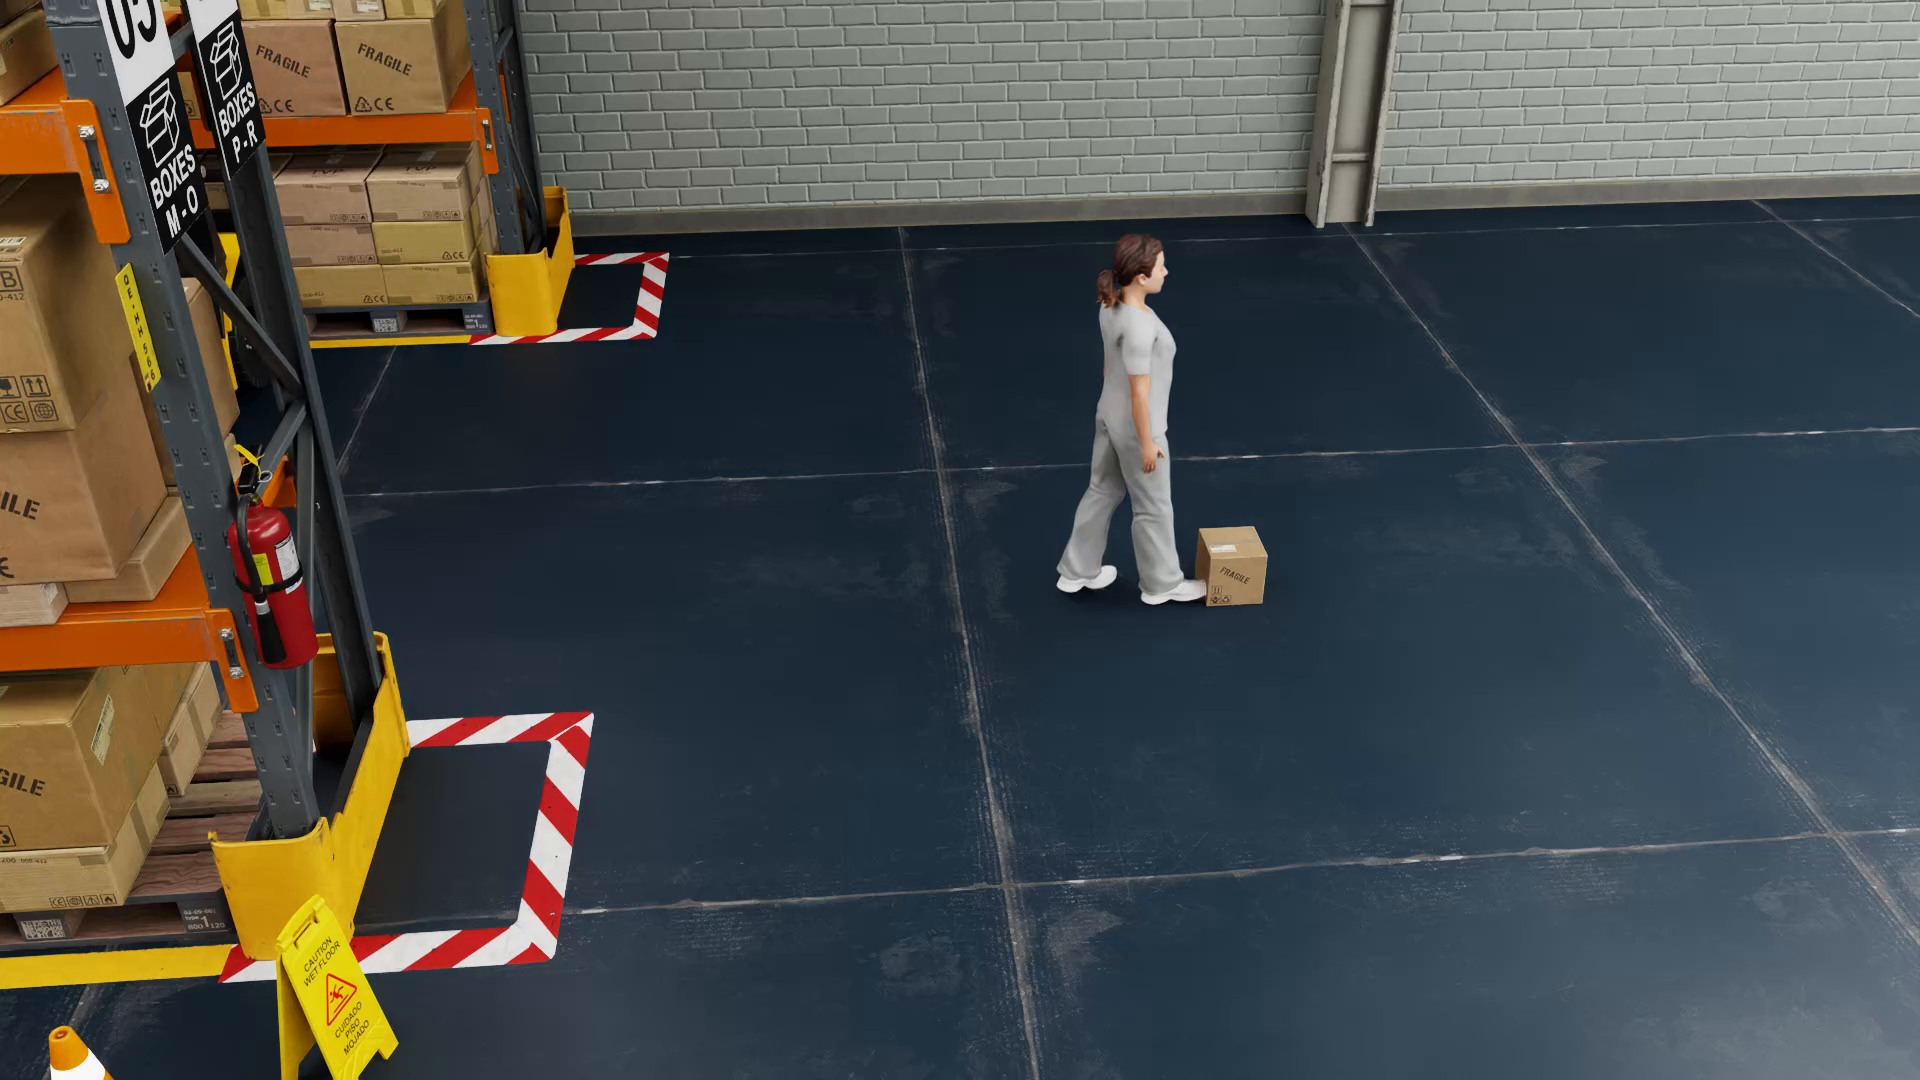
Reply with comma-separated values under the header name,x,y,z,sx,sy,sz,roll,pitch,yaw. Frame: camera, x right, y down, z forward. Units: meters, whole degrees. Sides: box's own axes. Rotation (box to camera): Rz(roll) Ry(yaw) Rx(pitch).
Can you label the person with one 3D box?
name,x,y,z,sx,sy,sz,roll,pitch,yaw
person,0.756,-0.480,6.913,0.655,1.670,0.451,-6,32,-10
